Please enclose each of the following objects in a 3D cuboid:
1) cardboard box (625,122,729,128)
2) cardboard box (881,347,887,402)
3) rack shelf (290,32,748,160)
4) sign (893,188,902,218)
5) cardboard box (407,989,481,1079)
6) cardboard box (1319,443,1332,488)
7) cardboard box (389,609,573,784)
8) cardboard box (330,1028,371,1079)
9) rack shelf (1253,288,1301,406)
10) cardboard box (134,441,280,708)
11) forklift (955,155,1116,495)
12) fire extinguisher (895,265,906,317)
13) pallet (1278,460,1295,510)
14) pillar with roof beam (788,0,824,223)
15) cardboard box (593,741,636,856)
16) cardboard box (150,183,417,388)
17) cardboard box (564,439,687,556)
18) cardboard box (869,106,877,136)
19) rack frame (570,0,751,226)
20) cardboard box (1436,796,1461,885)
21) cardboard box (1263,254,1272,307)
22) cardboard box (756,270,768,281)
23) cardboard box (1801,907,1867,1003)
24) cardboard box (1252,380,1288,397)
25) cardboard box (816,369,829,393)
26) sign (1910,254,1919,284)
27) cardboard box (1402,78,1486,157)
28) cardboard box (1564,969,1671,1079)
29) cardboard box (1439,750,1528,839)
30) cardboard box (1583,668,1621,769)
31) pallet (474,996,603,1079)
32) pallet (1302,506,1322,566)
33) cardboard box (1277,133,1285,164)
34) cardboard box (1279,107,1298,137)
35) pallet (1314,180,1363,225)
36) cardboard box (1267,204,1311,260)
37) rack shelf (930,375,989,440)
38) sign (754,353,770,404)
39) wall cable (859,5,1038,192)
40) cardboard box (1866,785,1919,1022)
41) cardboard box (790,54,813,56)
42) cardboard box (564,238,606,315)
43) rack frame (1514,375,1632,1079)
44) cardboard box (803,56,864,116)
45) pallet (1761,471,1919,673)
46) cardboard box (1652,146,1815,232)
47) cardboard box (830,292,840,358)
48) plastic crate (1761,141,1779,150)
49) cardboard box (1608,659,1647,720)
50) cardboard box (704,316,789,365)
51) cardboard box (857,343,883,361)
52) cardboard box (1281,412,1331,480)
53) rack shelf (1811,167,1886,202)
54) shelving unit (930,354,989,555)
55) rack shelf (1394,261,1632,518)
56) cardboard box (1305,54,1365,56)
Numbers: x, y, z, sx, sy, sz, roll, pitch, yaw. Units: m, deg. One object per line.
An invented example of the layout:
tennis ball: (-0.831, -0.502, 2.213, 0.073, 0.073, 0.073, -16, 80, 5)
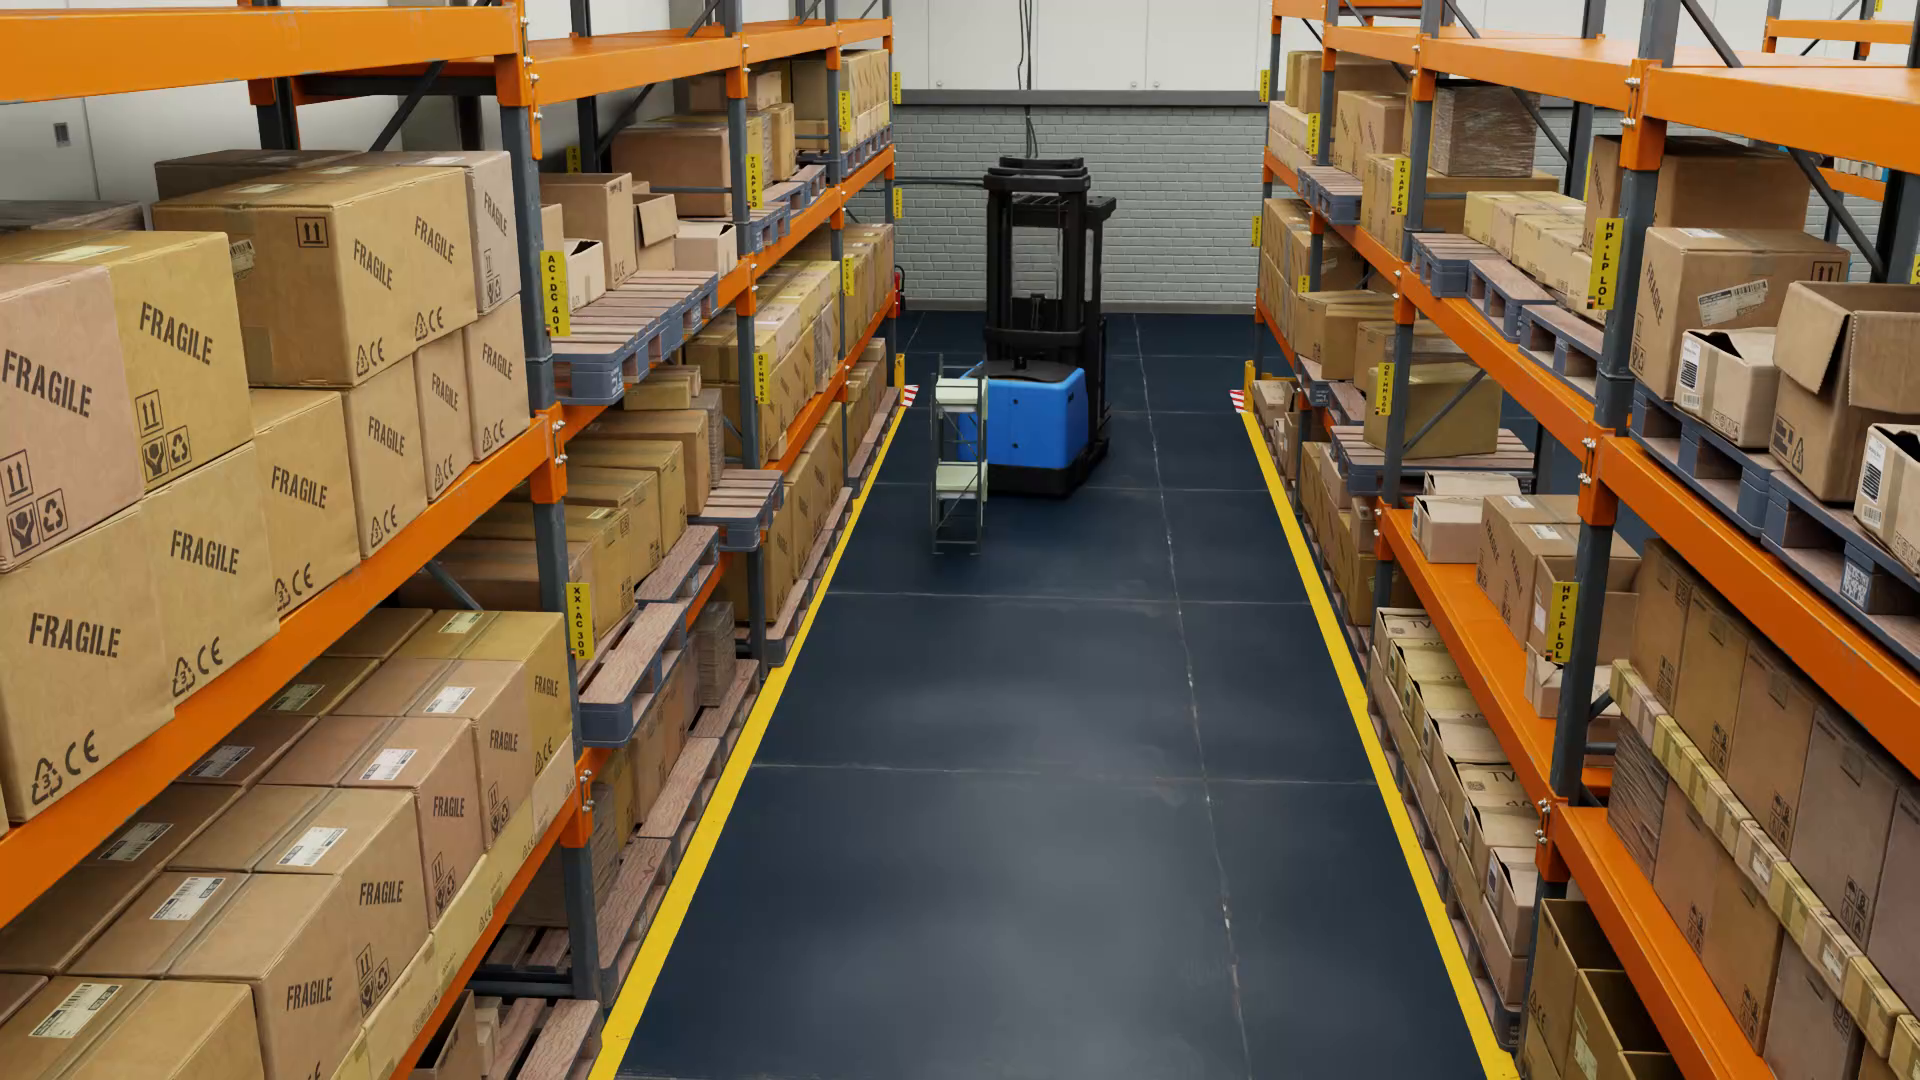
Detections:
cardboard box: (-1.829, -2.512, 11.088, 0.700, 0.500, 0.500, 0, 18, 1)
cardboard box: (-1.169, -1.789, 17.906, 0.700, 0.500, 0.500, 1, 18, 4)
rack shelf: (-1.935, -2.210, 8.014, 1.077, 0.370, 4.000, 1, 18, 4)
sign: (-0.678, -3.643, 17.985, 0.100, 0.325, 0.005, 1, 18, 4)
cardboard box: (-2.113, 2.032, 6.213, 0.500, 0.500, 0.500, 0, 18, 0)
cardboard box: (3.087, -0.568, 12.941, 0.500, 0.250, 0.500, 1, 18, 4)
cardboard box: (-1.804, 0.589, 6.313, 0.500, 0.500, 0.500, 1, 18, 4)
cardboard box: (-1.948, 1.570, 4.524, 0.500, 0.250, 0.500, 1, 18, 3)
rack shelf: (3.580, -1.925, 16.135, 1.077, 0.370, 4.000, 1, 18, 4)
cardboard box: (-1.984, 0.064, 3.900, 0.500, 0.500, 0.500, 2, 18, 6)
forklift: (0.856, -2.220, 15.991, 1.130, 2.935, 3.031, 5, 19, 15)
fire extinguisher: (-0.747, -2.820, 18.434, 0.296, 0.674, 0.183, 1, 18, 4)
pallet: (3.487, -0.533, 15.212, 1.003, 0.211, 1.213, 1, 18, 4)
pillar with roof beam: (2.407, -6.610, 19.643, 9.100, 9.000, 0.400, 1, 18, 4)
cardboard box: (-2.055, 1.318, 8.391, 0.700, 0.500, 0.500, 1, 18, 3)
cardboard box: (-1.900, -0.733, 4.728, 0.500, 0.500, 0.500, 1, 18, 2)
cardboard box: (-1.882, -0.235, 8.957, 0.700, 0.500, 0.500, 1, 18, 4)
cardboard box: (-1.074, -4.041, 16.028, 0.500, 0.250, 0.500, 1, 18, 2)
rack frame: (-1.792, -3.363, 9.736, 1.000, 3.000, 0.127, 1, 18, 4)
cardboard box: (2.678, 1.495, 8.284, 0.500, 0.250, 0.500, 2, 18, 5)
cardboard box: (3.397, -2.643, 17.011, 0.500, 0.500, 0.500, 1, 18, 3)
cardboard box: (-1.829, -2.010, 13.365, 0.500, 0.250, 0.500, 1, 18, 5)
cardboard box: (2.522, 1.121, 4.482, 0.380, 0.149, 0.250, 1, 18, 3)
cardboard box: (3.350, -1.620, 17.920, 0.380, 0.149, 0.250, 1, 18, 4)
cardboard box: (-1.265, -1.292, 13.420, 0.380, 0.149, 0.250, 1, 18, 4)
sign: (3.417, -0.858, 5.948, 0.100, 0.325, 0.005, 1, 18, 4)
cardboard box: (3.260, -2.803, 11.077, 0.500, 0.500, 0.500, 1, 18, 4)
cardboard box: (2.489, 1.883, 5.898, 0.500, 0.500, 0.500, 1, 18, 4)
cardboard box: (2.675, 1.231, 8.190, 0.500, 0.311, 0.500, 1, 18, 4)
cardboard box: (2.855, 0.757, 7.037, 0.500, 0.250, 0.500, 2, 18, 7)
pallet: (-2.091, 2.264, 6.673, 1.003, 0.211, 1.213, 1, 18, 4)
pallet: (3.416, -0.067, 13.788, 1.003, 0.211, 1.213, 1, 18, 4)
cardboard box: (3.350, -3.778, 16.058, 0.500, 0.250, 0.500, 1, 18, 4)
cardboard box: (3.354, -4.015, 15.980, 0.500, 0.250, 0.500, 1, 18, 4)
pallet: (3.248, -2.458, 12.093, 1.213, 0.211, 1.003, 1, 18, 4)
cardboard box: (3.398, -3.116, 16.849, 0.500, 0.500, 0.500, 1, 18, 4)
rack shelf: (0.000, -1.081, 13.562, 0.431, 0.370, 0.720, 1, 18, 4)
sign: (-1.250, -1.016, 10.474, 0.100, 0.325, 0.005, 1, 18, 4)
wall cable: (-0.456, -6.121, 23.138, 3.097, 2.526, 0.112, 1, 18, 4)
cardboard box: (2.694, 0.936, 4.004, 0.700, 0.500, 0.500, 1, 18, 4)
cardboard box: (-1.636, -4.258, 15.484, 0.500, 0.500, 0.500, 1, 18, 2)
cardboard box: (-1.915, -1.212, 7.456, 0.500, 0.311, 0.500, 2, 18, 6)
rack frame: (2.863, 0.839, 6.544, 1.000, 3.000, 0.127, 1, 18, 4)
cardboard box: (-1.143, -4.087, 14.964, 0.500, 0.500, 0.500, 1, 18, 3)
pallet: (2.737, 0.099, 4.128, 1.003, 0.211, 1.213, 1, 18, 4)
cardboard box: (2.946, -1.261, 6.500, 0.500, 0.500, 0.500, 2, 18, 5)
cardboard box: (-1.287, -1.804, 13.941, 0.500, 0.500, 0.500, 1, 18, 3)
plastic crate: (8.358, -4.026, 16.785, 0.497, 0.269, 0.590, 1, 18, 4)
cardboard box: (2.650, 0.563, 6.186, 0.380, 0.149, 0.250, 1, 18, 4)
cardboard box: (-1.464, -1.369, 11.410, 0.500, 0.250, 0.500, 1, 18, 3)
cardboard box: (-1.014, -1.974, 17.428, 0.380, 0.149, 0.250, 2, 18, 5)
cardboard box: (3.194, -0.850, 15.007, 0.500, 0.500, 0.500, 1, 18, 4)
rack shelf: (8.520, -3.238, 15.327, 1.077, 0.370, 4.000, 1, 18, 4)
shelving unit: (0.000, -0.711, 13.683, 0.431, 1.500, 0.755, 1, 18, 4)
rack shelf: (3.006, -0.865, 8.085, 1.077, 0.370, 4.000, 1, 18, 4)
cardboard box: (3.653, -4.365, 15.843, 0.700, 0.500, 0.500, 1, 18, 4)
